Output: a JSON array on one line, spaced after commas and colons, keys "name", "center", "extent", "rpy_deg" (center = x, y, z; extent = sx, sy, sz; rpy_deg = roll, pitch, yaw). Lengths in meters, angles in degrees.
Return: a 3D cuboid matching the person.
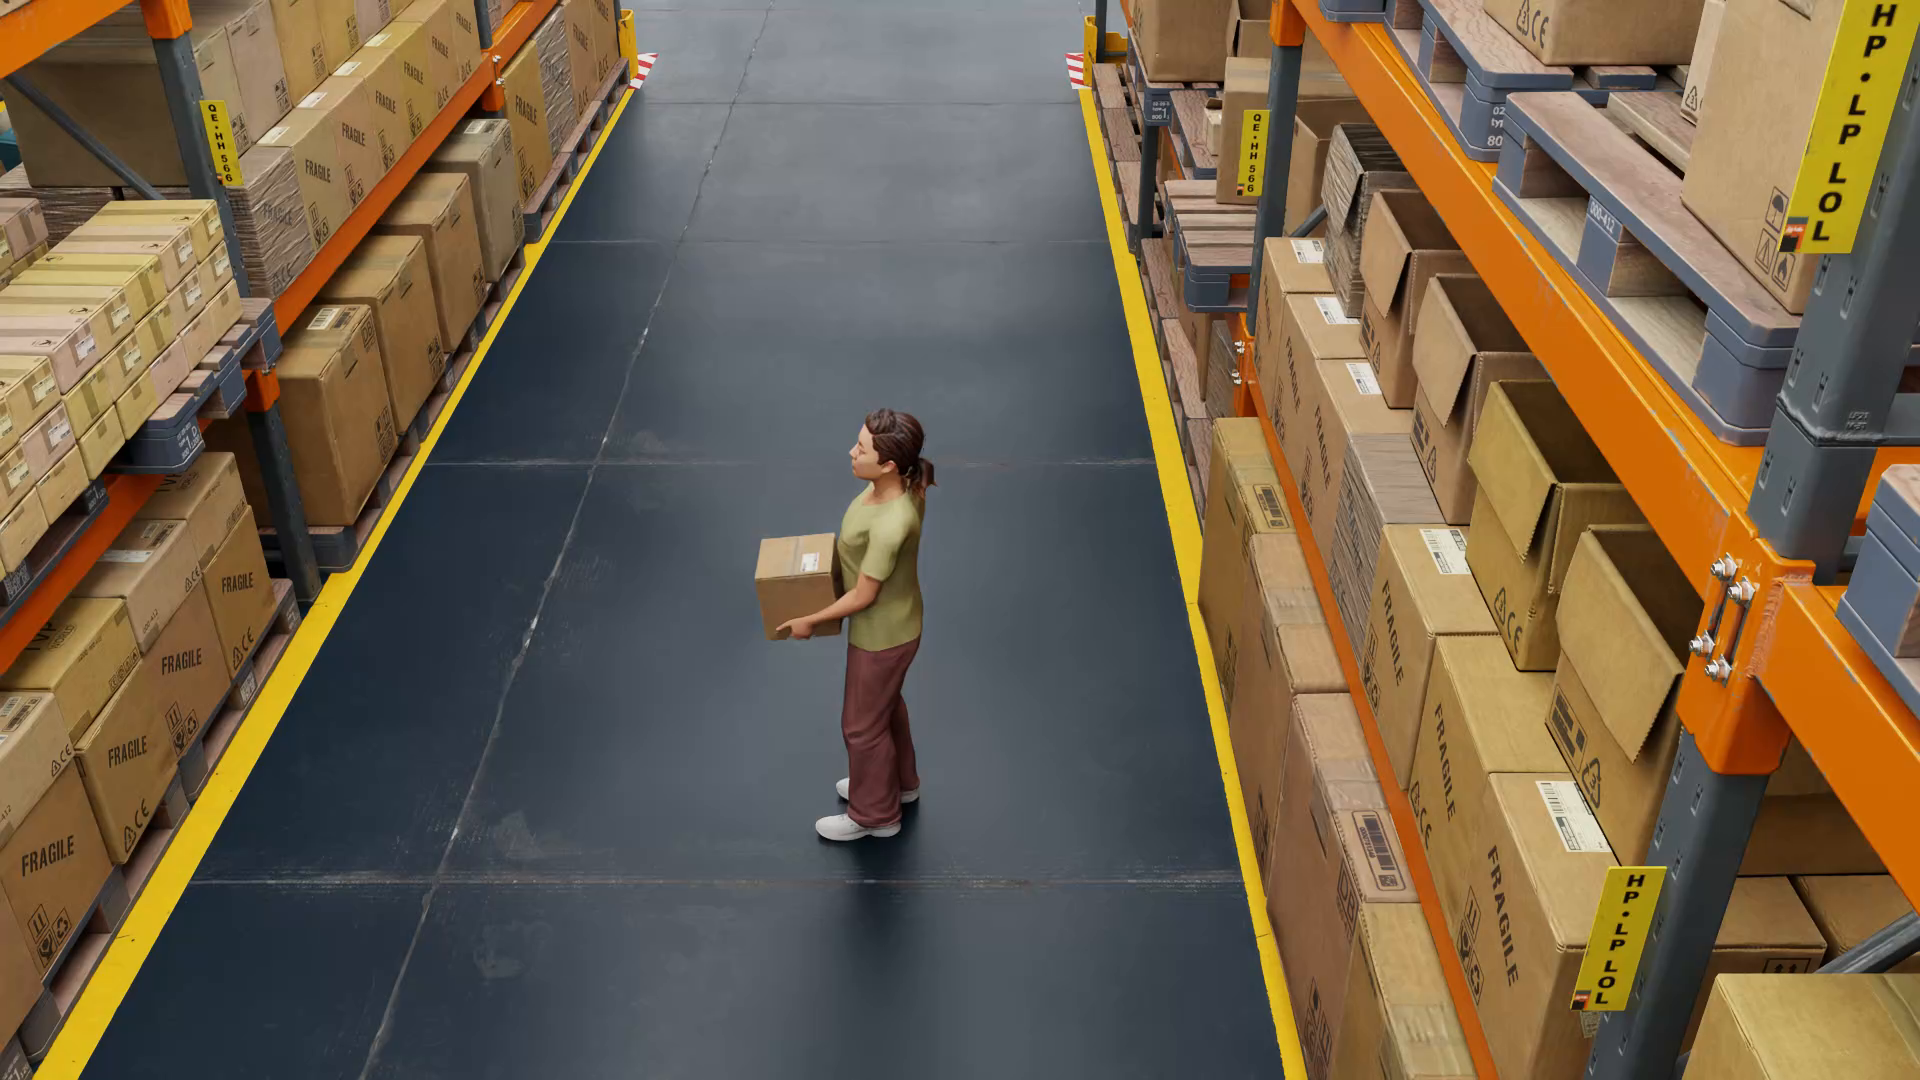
[{"name": "person", "center": [-0.317, 0.310, 5.633], "extent": [0.414, 1.672, 0.521], "rpy_deg": [-2, 32, -3]}]
